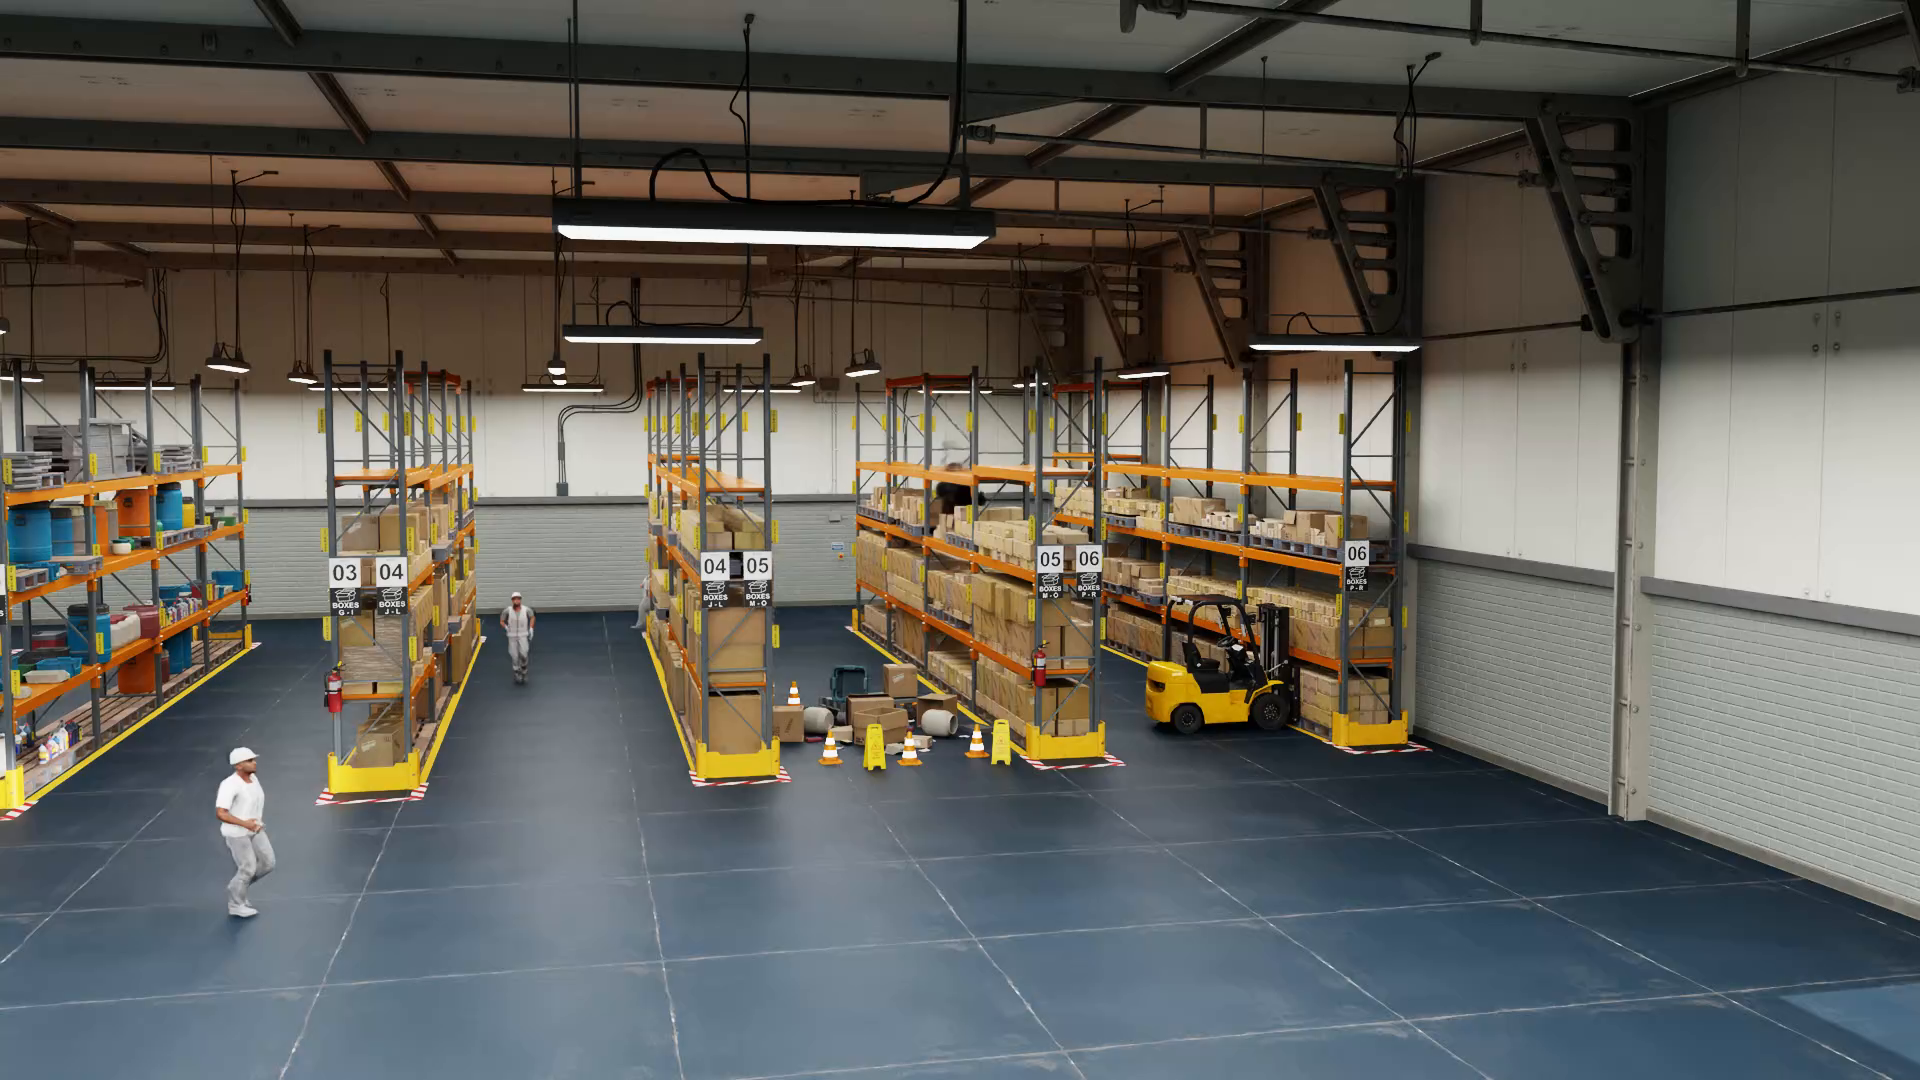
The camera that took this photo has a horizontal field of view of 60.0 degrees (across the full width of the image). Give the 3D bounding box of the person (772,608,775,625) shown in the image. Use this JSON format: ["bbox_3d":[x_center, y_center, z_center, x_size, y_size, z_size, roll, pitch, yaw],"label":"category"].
[{"bbox_3d":[-4.933,1.278,41.156,0.692,1.739,0.743,0,4,-6],"label":"person"}]

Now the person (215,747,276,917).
[{"bbox_3d":[-7.240,2.959,16.870,0.573,1.725,0.712,1,4,9],"label":"person"}]

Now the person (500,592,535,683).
[{"bbox_3d":[-8.540,1.885,32.077,0.645,1.766,0.663,-1,4,-12],"label":"person"}]

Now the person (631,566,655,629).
[{"bbox_3d":[-7.576,1.373,40.468,0.893,1.603,0.675,-1,4,-8],"label":"person"}]
